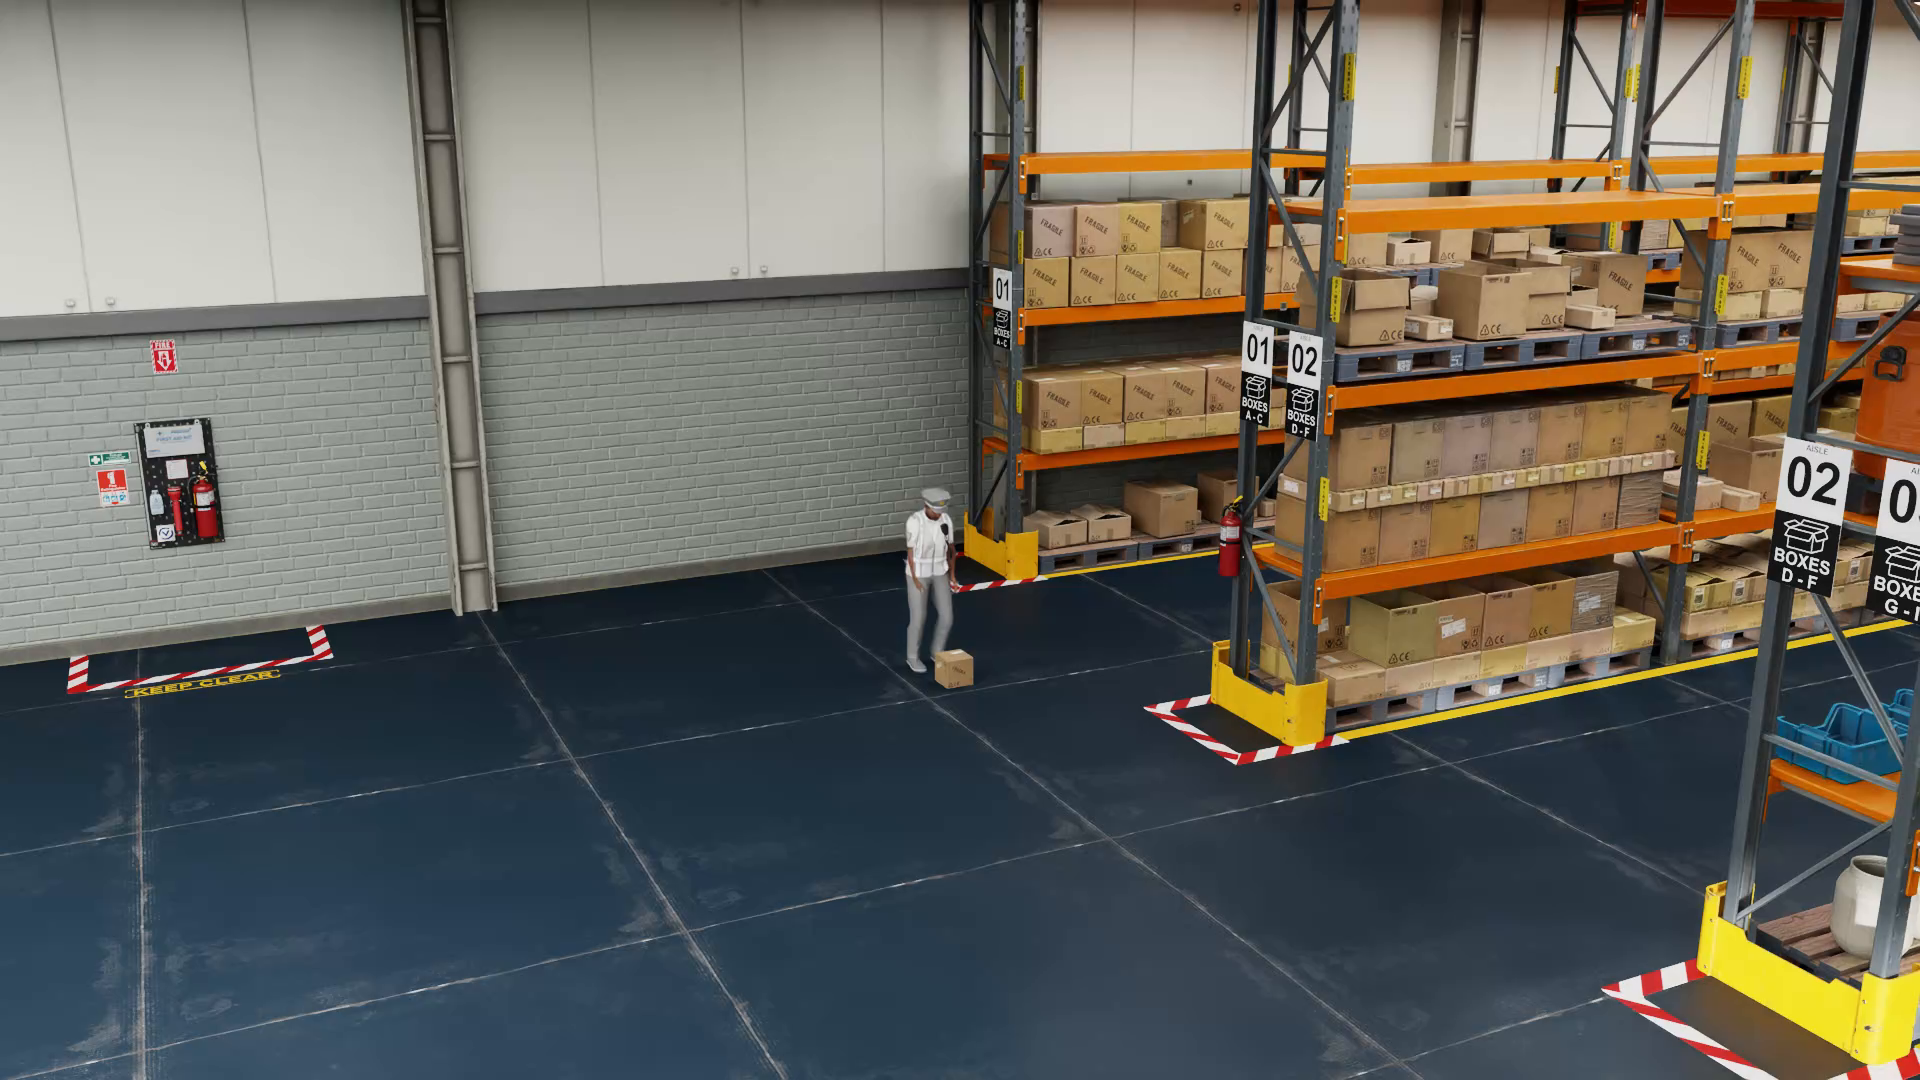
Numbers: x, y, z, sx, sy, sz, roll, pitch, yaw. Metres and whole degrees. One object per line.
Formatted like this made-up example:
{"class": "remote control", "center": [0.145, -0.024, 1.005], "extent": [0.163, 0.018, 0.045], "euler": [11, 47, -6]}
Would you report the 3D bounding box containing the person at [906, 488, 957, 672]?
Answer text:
{"class": "person", "center": [-0.245, 0.339, 14.614], "extent": [0.453, 1.631, 0.424], "euler": [-7, 17, -24]}
